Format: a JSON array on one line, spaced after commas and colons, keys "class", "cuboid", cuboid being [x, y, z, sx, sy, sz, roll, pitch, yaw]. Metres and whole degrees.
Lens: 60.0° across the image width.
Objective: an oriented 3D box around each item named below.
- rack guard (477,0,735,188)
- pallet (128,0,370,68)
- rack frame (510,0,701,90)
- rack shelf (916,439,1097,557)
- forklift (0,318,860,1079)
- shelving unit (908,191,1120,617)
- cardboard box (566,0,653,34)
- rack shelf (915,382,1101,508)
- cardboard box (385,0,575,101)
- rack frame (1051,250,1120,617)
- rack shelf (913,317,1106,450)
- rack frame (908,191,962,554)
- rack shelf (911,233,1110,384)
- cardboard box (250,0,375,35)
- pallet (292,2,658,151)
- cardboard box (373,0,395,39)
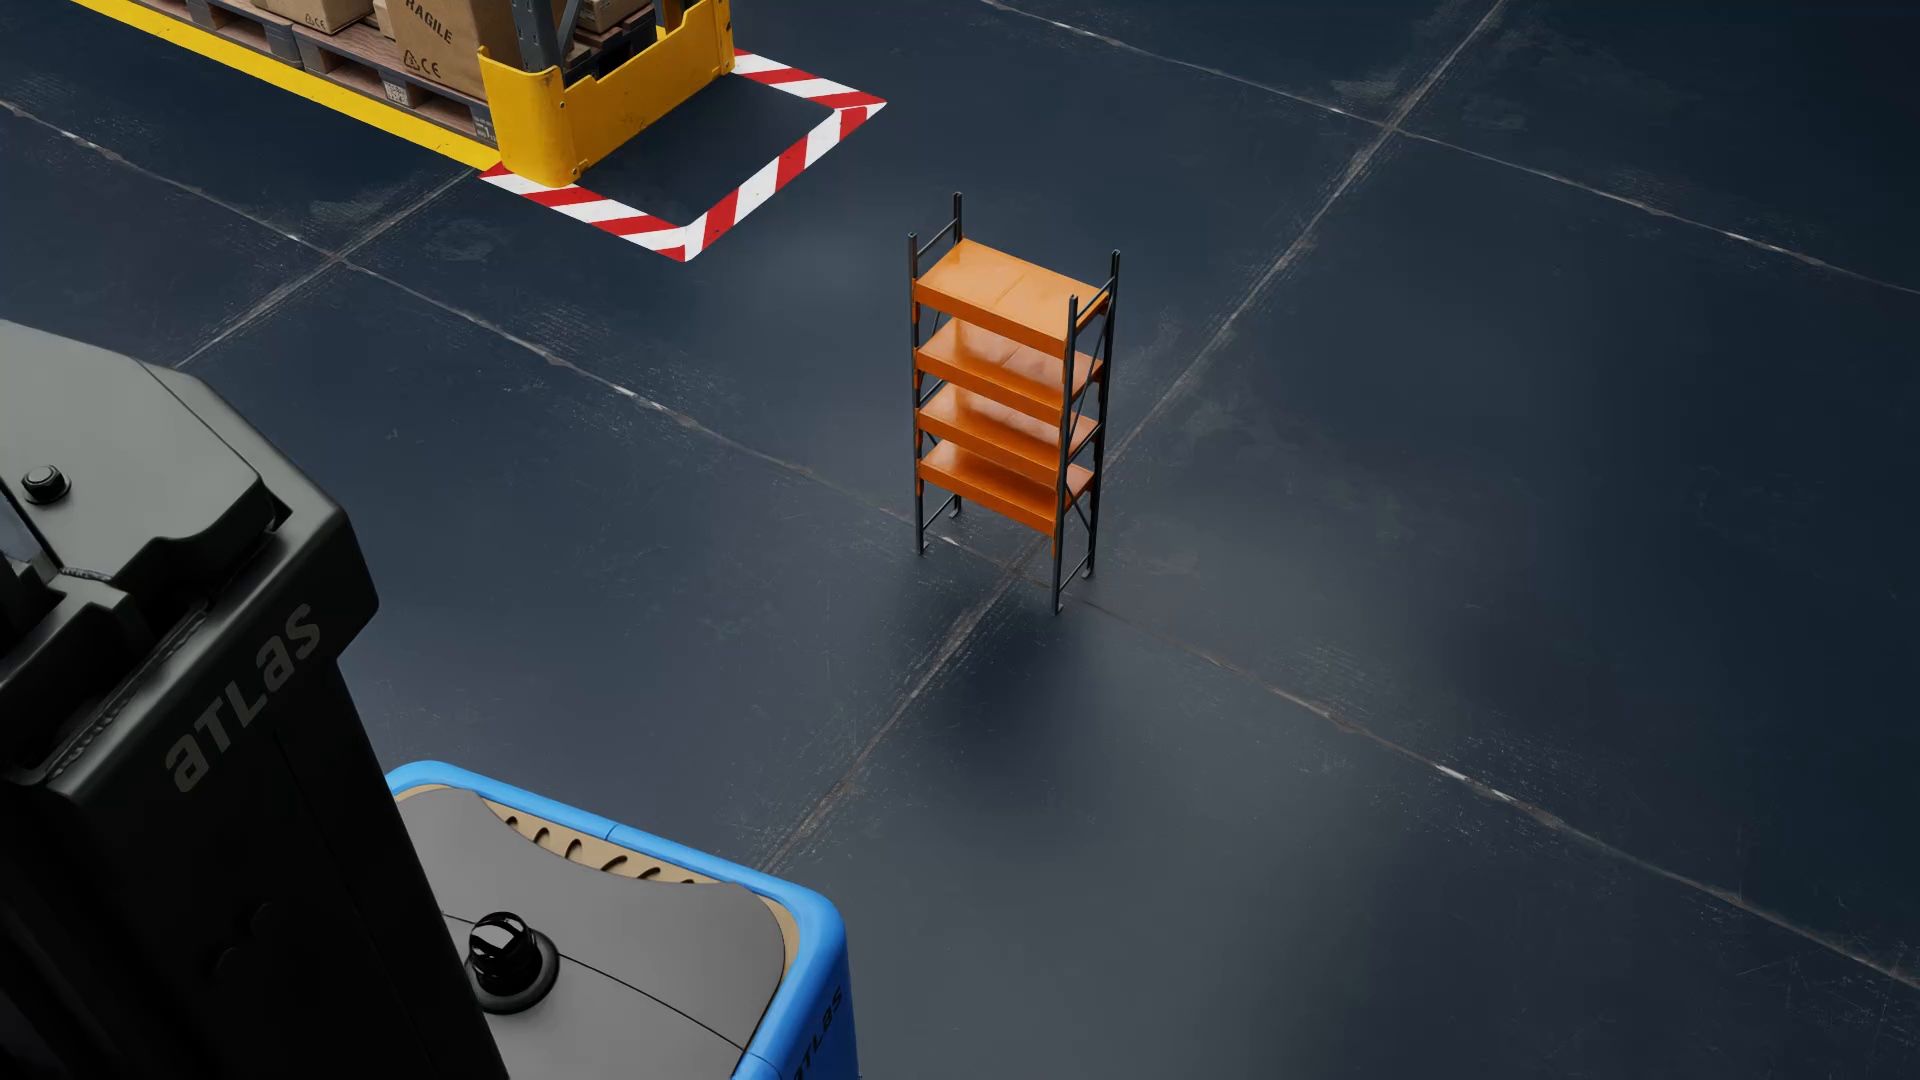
[{"class": "rack guard", "cuboid": [-1.416, -1.974, 6.819, 0.348, 0.500, 1.175, 25, 51, 22]}, {"class": "pallet", "cuboid": [-3.111, -2.654, 7.682, 1.213, 0.211, 1.003, 25, 51, 22]}, {"class": "rack frame", "cuboid": [-1.352, -2.815, 5.894, 0.127, 3.000, 1.000, 25, 51, 22]}, {"class": "rack shelf", "cuboid": [0.139, -0.169, 4.948, 0.480, 0.148, 0.258, 25, 51, 22]}, {"class": "forklift", "cuboid": [-1.208, 1.262, 1.980, 1.130, 2.935, 3.031, 16, 48, 15]}, {"class": "shelving unit", "cuboid": [0.139, -0.354, 4.757, 0.503, 1.200, 0.258, 25, 51, 22]}, {"class": "cardboard box", "cuboid": [-1.519, -2.345, 7.118, 0.250, 0.149, 0.380, 25, 51, 22]}, {"class": "rack shelf", "cuboid": [0.139, -0.307, 4.806, 0.480, 0.148, 0.258, 25, 51, 22]}, {"class": "cardboard box", "cuboid": [-1.943, -2.159, 6.693, 0.500, 0.500, 0.500, 25, 51, 22]}, {"class": "rack frame", "cuboid": [0.345, -0.260, 4.666, 0.015, 1.200, 0.240, 25, 51, 22]}, {"class": "rack shelf", "cuboid": [0.139, -0.463, 4.645, 0.480, 0.148, 0.258, 25, 51, 22]}, {"class": "rack frame", "cuboid": [-0.066, -0.449, 4.849, 0.015, 1.200, 0.240, 25, 51, 22]}, {"class": "rack shelf", "cuboid": [0.139, -0.628, 4.476, 0.480, 0.148, 0.258, 25, 51, 22]}, {"class": "cardboard box", "cuboid": [-2.726, -2.458, 7.158, 0.500, 0.250, 0.500, 25, 51, 22]}, {"class": "pallet", "cuboid": [-2.088, -2.181, 7.222, 1.213, 0.211, 1.003, 25, 51, 22]}, {"class": "cardboard box", "cuboid": [-2.235, -2.254, 7.018, 0.250, 0.166, 0.380, 25, 51, 22]}]
